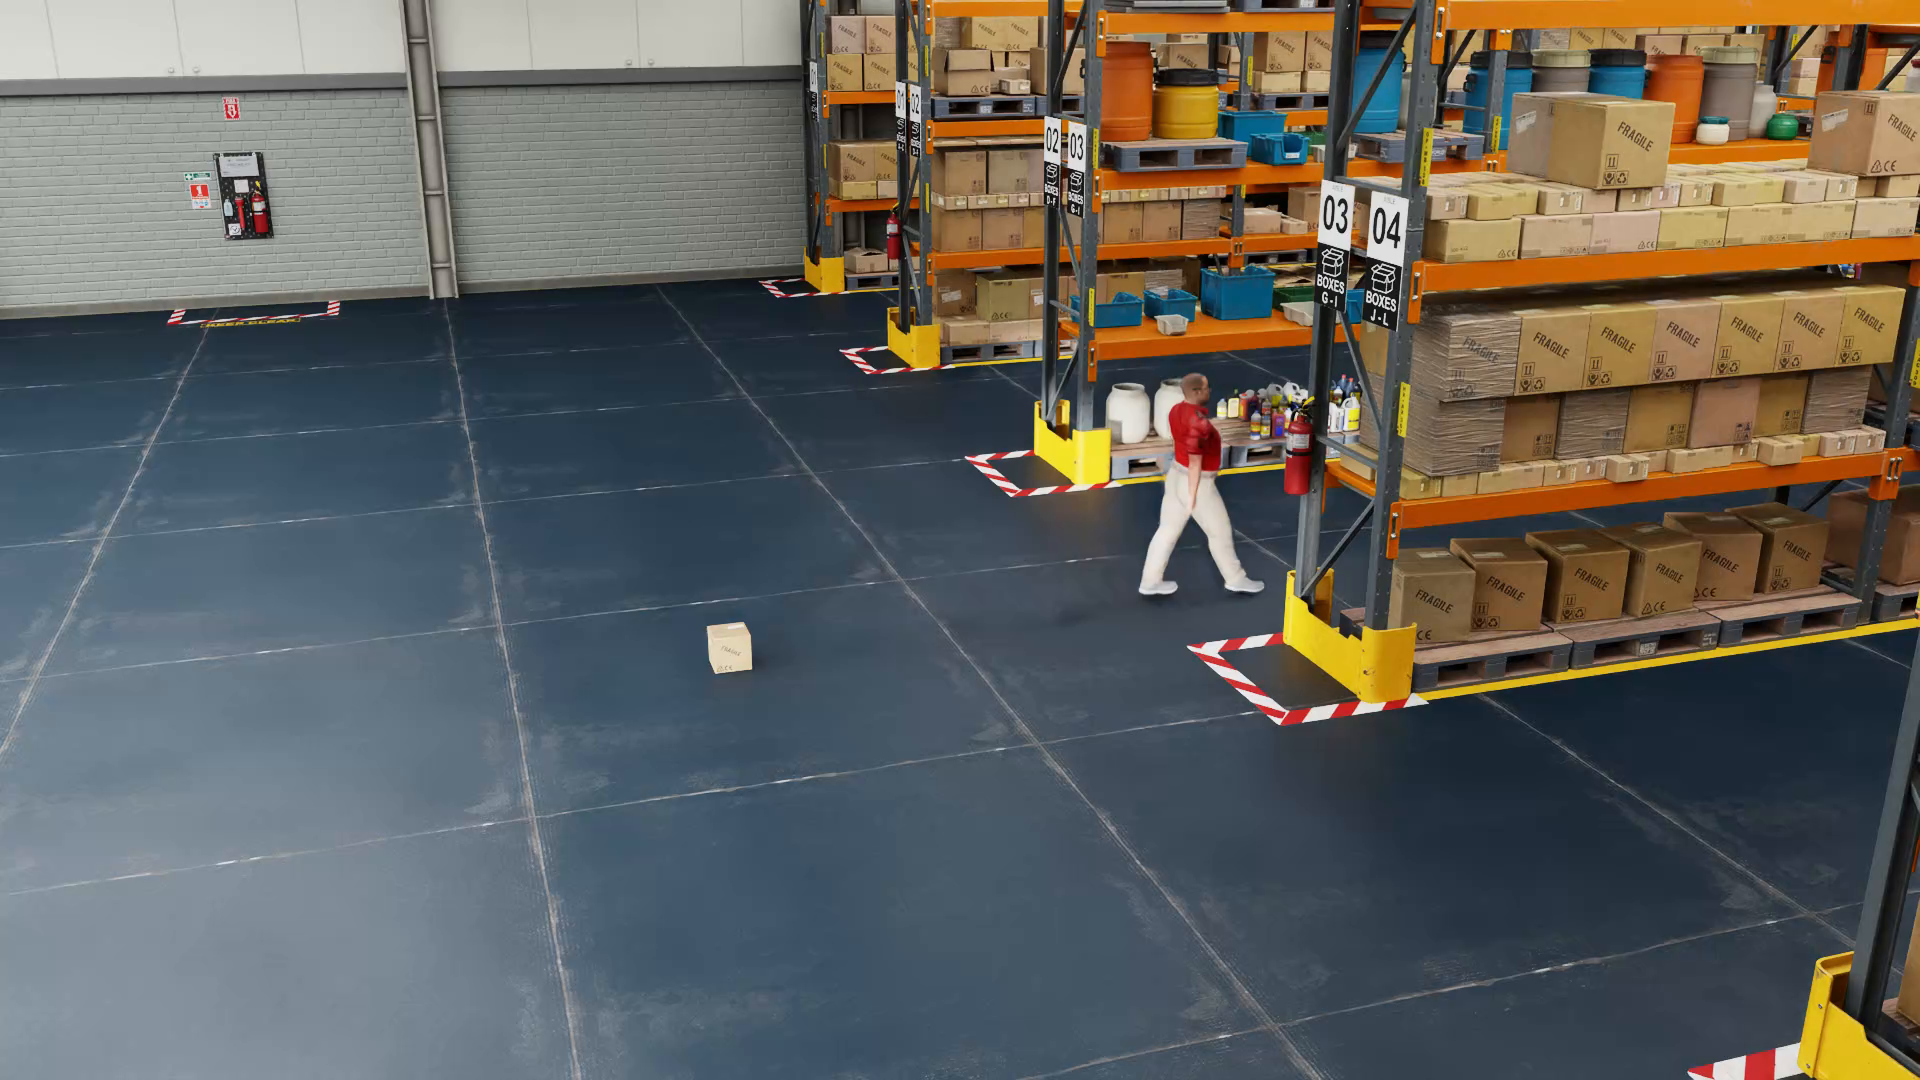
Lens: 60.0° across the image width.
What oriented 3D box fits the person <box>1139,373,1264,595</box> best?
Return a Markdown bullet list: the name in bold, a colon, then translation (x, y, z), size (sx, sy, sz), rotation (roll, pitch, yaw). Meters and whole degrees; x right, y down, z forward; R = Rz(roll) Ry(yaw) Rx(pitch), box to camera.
- **person**: translation (1.801, -0.419, 12.261), size (0.962, 1.685, 0.547), rotation (-7, 20, -21)
